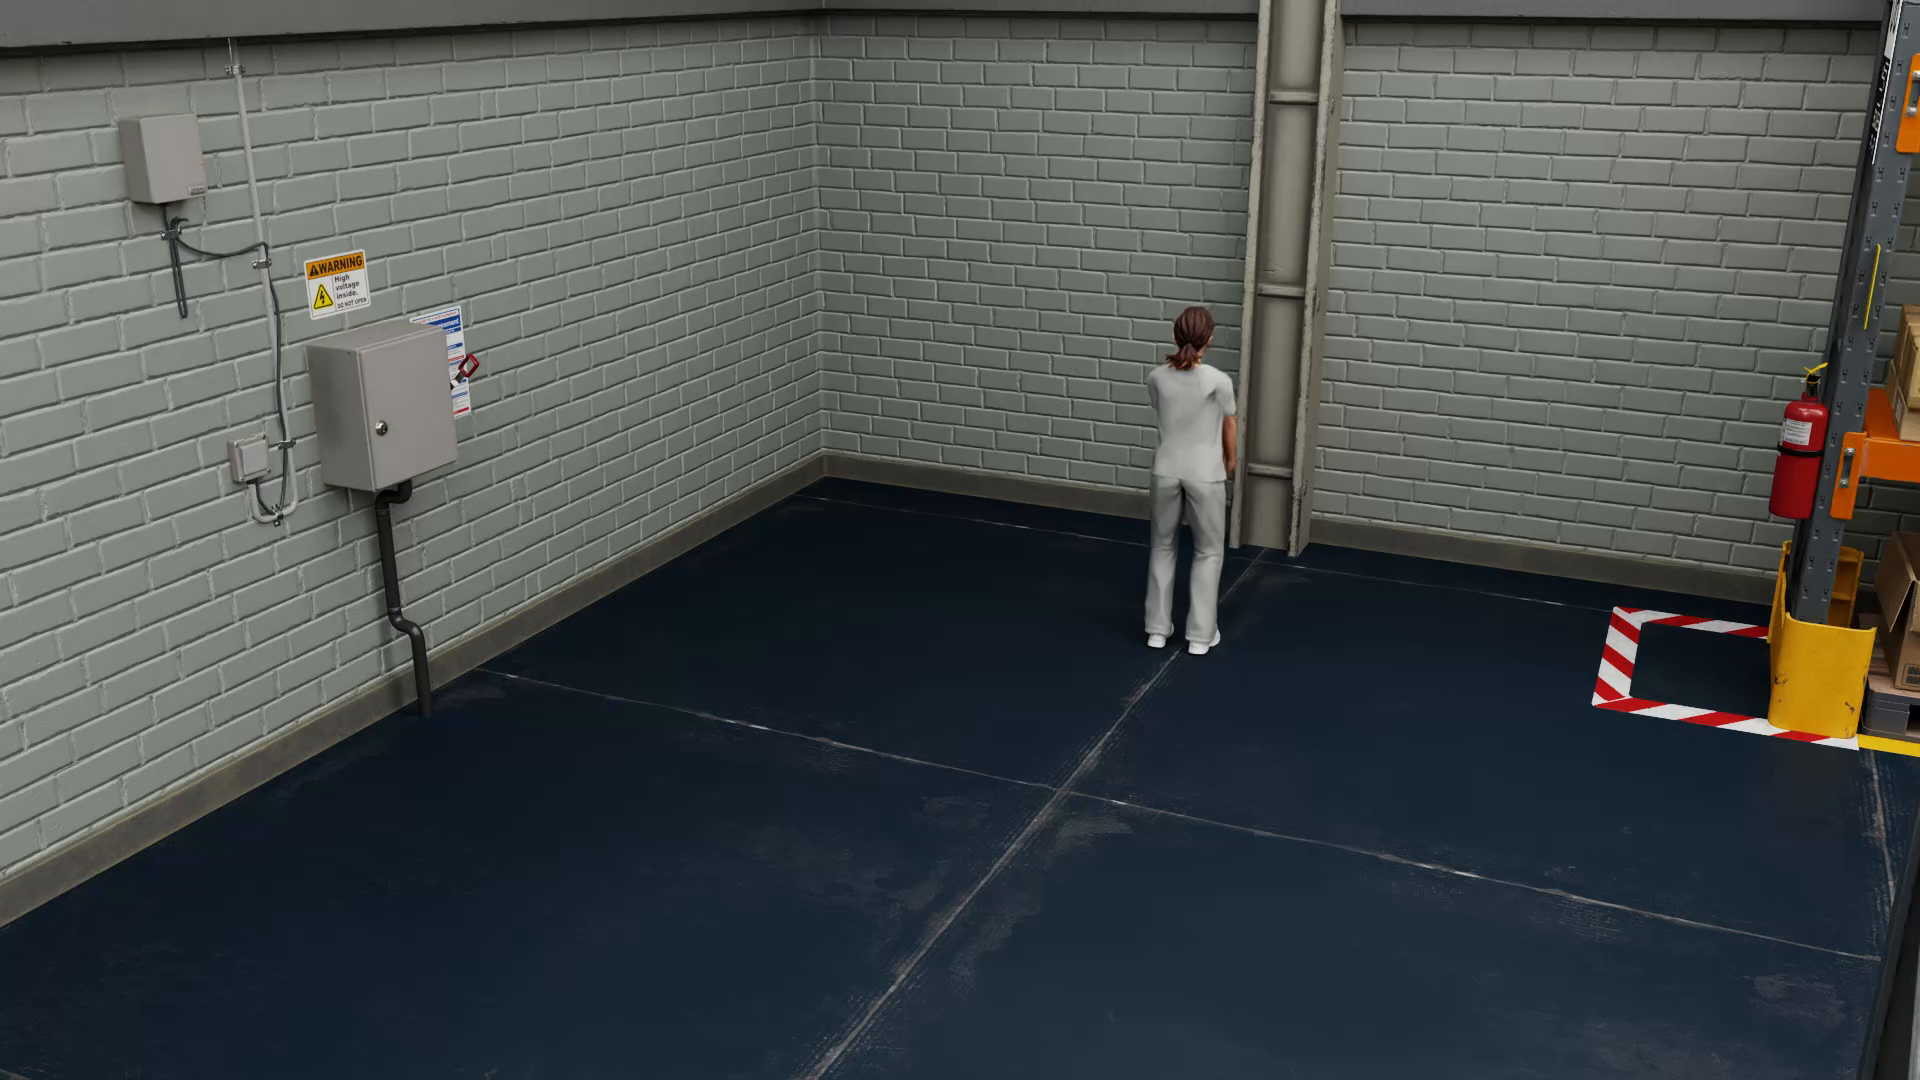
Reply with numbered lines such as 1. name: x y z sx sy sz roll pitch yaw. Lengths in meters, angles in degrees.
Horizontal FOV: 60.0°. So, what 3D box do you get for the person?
1. person: 1.109 -0.304 7.963 0.410 1.669 0.507 8 21 22
